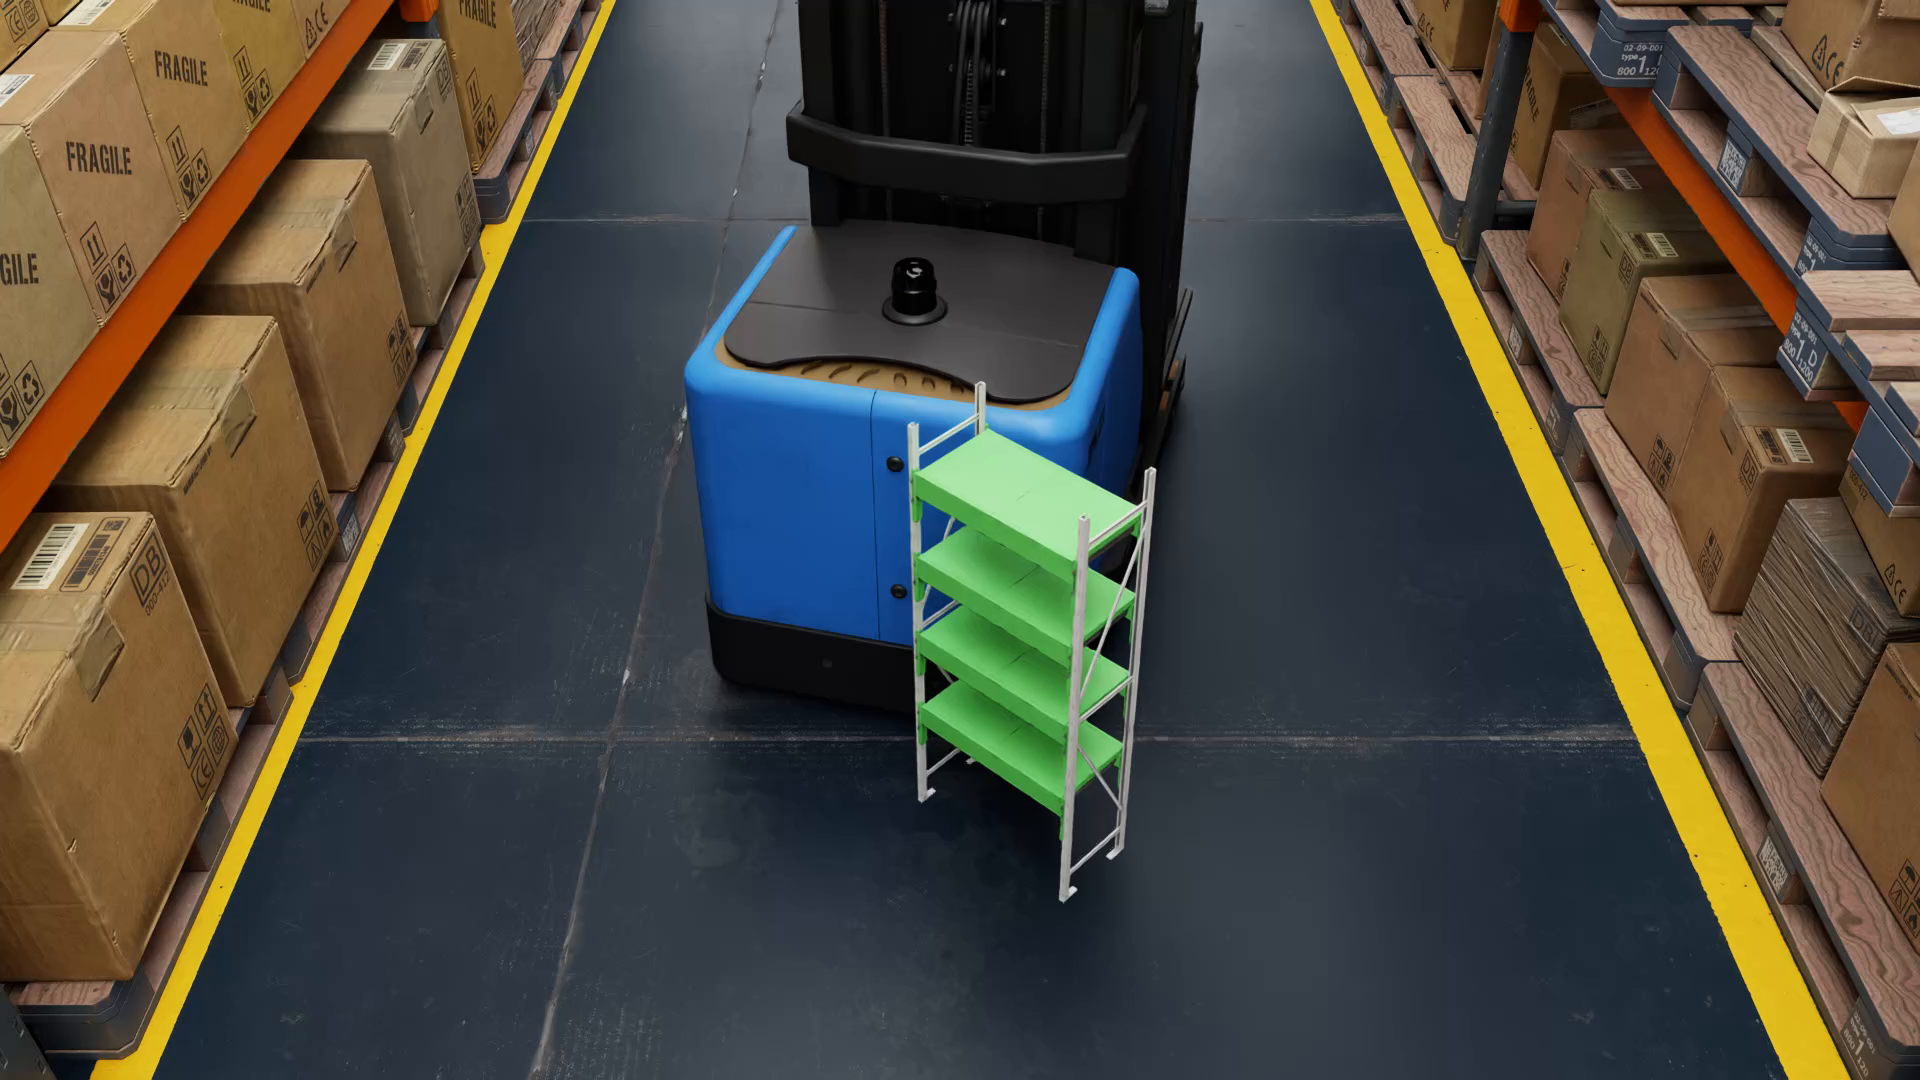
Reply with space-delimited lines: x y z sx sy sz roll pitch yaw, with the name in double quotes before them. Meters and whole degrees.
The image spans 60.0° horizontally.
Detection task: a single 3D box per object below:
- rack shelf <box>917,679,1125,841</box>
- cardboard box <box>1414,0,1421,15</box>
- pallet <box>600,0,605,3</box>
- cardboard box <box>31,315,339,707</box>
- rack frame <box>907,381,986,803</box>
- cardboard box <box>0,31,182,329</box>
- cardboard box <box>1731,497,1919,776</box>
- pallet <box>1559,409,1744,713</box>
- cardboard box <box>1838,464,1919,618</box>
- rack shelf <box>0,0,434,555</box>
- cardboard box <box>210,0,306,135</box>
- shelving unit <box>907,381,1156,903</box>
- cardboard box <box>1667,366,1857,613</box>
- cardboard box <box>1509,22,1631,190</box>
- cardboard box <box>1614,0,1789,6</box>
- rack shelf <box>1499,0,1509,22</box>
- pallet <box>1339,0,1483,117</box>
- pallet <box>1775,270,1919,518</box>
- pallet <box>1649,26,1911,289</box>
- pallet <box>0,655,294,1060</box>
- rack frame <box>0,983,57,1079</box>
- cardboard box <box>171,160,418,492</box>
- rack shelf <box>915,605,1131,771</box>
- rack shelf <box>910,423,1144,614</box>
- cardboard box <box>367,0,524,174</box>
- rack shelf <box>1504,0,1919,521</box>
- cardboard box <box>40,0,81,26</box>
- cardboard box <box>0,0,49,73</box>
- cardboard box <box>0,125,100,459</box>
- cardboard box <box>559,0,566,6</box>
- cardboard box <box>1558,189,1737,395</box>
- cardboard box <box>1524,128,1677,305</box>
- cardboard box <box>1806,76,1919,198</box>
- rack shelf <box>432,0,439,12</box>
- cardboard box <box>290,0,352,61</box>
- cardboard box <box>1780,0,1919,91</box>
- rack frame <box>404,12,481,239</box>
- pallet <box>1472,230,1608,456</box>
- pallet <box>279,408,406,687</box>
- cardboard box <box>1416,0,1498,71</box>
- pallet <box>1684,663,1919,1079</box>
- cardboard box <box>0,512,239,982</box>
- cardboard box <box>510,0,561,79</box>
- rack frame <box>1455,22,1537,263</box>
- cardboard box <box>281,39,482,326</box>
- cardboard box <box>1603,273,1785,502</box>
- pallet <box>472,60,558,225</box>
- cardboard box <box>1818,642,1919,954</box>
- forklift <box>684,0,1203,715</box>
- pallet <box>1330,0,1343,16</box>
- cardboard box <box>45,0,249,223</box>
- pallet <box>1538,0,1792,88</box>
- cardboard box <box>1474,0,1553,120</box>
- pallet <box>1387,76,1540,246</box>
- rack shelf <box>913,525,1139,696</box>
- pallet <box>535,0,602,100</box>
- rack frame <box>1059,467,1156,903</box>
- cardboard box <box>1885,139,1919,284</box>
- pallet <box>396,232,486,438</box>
"rack shelf" 0.153 0.507 4.142 0.480 0.148 0.258 30 48 32
"cardboard box" 2.497 -2.848 8.069 0.500 0.500 0.500 3 39 4
"pallet" -2.384 -3.287 9.183 1.003 0.211 1.213 0 39 0
"cardboard box" -2.369 -0.086 4.422 1.050 0.750 0.750 1 39 1
"rack frame" -0.026 0.166 4.083 0.015 1.200 0.240 30 48 32
"cardboard box" -2.188 -0.826 3.802 0.500 0.500 0.500 0 39 0
"cardboard box" 2.472 0.225 4.217 0.700 0.500 0.500 -3 39 -4
"pallet" 2.508 0.026 5.049 1.003 0.211 1.213 0 39 0
"cardboard box" 2.464 -0.052 3.964 0.500 0.250 0.500 4 39 5
"rack shelf" -2.456 -0.842 4.478 1.077 0.370 4.000 0 39 0
"cardboard box" -2.190 -1.455 4.587 0.500 0.500 0.500 0 39 0
"shelving unit" 0.152 0.269 3.952 0.503 1.200 0.258 30 48 32
"cardboard box" 2.464 -0.129 4.660 0.700 0.500 0.500 3 39 4
"cardboard box" 2.541 -1.753 6.702 0.500 0.500 0.500 -1 39 -1
"cardboard box" 2.362 -2.215 4.800 1.000 1.000 1.000 0 39 0
"rack shelf" 2.499 -3.284 7.525 1.077 0.370 4.000 0 39 0
"pallet" 2.461 -2.411 8.090 1.003 0.211 1.213 0 39 0
"pallet" 2.399 -0.183 3.234 1.213 0.211 1.003 0 39 0
"pallet" 2.463 -0.976 4.222 1.003 0.211 1.213 0 39 0
"pallet" -2.380 0.723 4.179 1.003 0.211 1.213 0 39 0
"rack frame" -2.451 0.128 2.692 0.949 2.616 0.053 0 39 0
"cardboard box" -2.371 -0.668 5.149 1.050 0.750 0.750 0 39 0
"rack shelf" 0.152 0.319 3.992 0.480 0.148 0.258 30 48 32
"rack shelf" 0.151 -0.056 3.693 0.480 0.148 0.258 30 48 32
"cardboard box" -2.390 -2.102 6.837 0.875 0.875 0.875 1 39 1
"rack shelf" 2.504 -0.783 4.403 1.077 0.370 4.000 0 39 0
"cardboard box" -2.450 -1.539 3.892 0.700 0.500 0.500 0 39 0
"cardboard box" -2.449 -1.219 3.493 0.700 0.500 0.500 -1 39 -1
"cardboard box" -2.188 -0.510 3.408 0.500 0.500 0.500 0 39 0
"cardboard box" -2.393 -3.236 8.252 0.875 0.875 0.875 -1 39 -1
"cardboard box" 2.462 -0.828 5.532 0.700 0.500 0.500 0 39 0
"cardboard box" 2.481 -1.126 5.904 0.700 0.500 0.500 -3 39 -4
"cardboard box" 2.234 -0.967 3.829 0.396 0.266 0.258 -1 39 -1
"rack shelf" -2.461 -3.344 7.599 1.077 0.370 4.000 0 39 0
"cardboard box" -2.190 -1.771 4.981 0.500 0.500 0.500 0 39 -1
"cardboard box" 2.596 -1.434 4.223 0.797 0.503 0.637 4 39 5
"rack frame" -2.459 -2.374 5.813 1.000 3.000 0.127 0 39 0
"pallet" 2.504 -0.739 6.004 1.003 0.211 1.213 0 39 0
"pallet" -2.378 -0.038 5.129 1.003 0.211 1.213 0 39 0
"cardboard box" 2.453 -2.499 7.633 0.500 0.500 0.500 -3 39 -4
"pallet" 2.506 0.787 4.099 1.003 0.211 1.213 0 39 0
"cardboard box" -2.365 0.461 3.740 1.050 0.750 0.750 -1 39 -1
"cardboard box" -2.394 -2.666 7.541 0.875 0.875 0.875 0 39 0
"rack frame" 2.501 -2.314 5.739 1.000 3.000 0.127 0 39 0
"cardboard box" -2.368 -1.272 5.901 1.050 0.750 0.750 0 39 0
"cardboard box" 2.463 -0.478 5.095 0.700 0.500 0.500 -3 39 -4
"pallet" -2.381 -1.761 7.279 1.003 0.211 1.213 0 39 0
"cardboard box" 2.485 0.572 3.785 0.700 0.500 0.500 -2 39 -2
"forklift" 0.166 -1.542 4.830 1.130 2.935 3.031 9 40 11
"pallet" 2.462 -3.172 9.039 1.003 0.211 1.213 0 39 0
"cardboard box" -2.187 -1.137 4.190 0.500 0.500 0.500 0 39 -1
"pallet" 2.357 -1.761 5.202 1.003 0.211 1.213 0 39 0
"cardboard box" 2.533 -2.111 7.149 0.500 0.500 0.500 12 40 14
"pallet" 2.465 -1.646 7.135 1.003 0.211 1.213 0 39 0
"rack shelf" 0.151 0.132 3.843 0.480 0.148 0.258 30 48 32
"pallet" -2.386 -2.526 8.233 1.003 0.211 1.213 0 39 0
"rack frame" 0.330 0.373 3.822 0.015 1.200 0.240 30 48 32
"cardboard box" 2.365 -0.702 3.312 0.700 0.500 0.500 5 39 7
"pallet" -2.383 -0.803 6.083 1.003 0.211 1.213 0 39 0
